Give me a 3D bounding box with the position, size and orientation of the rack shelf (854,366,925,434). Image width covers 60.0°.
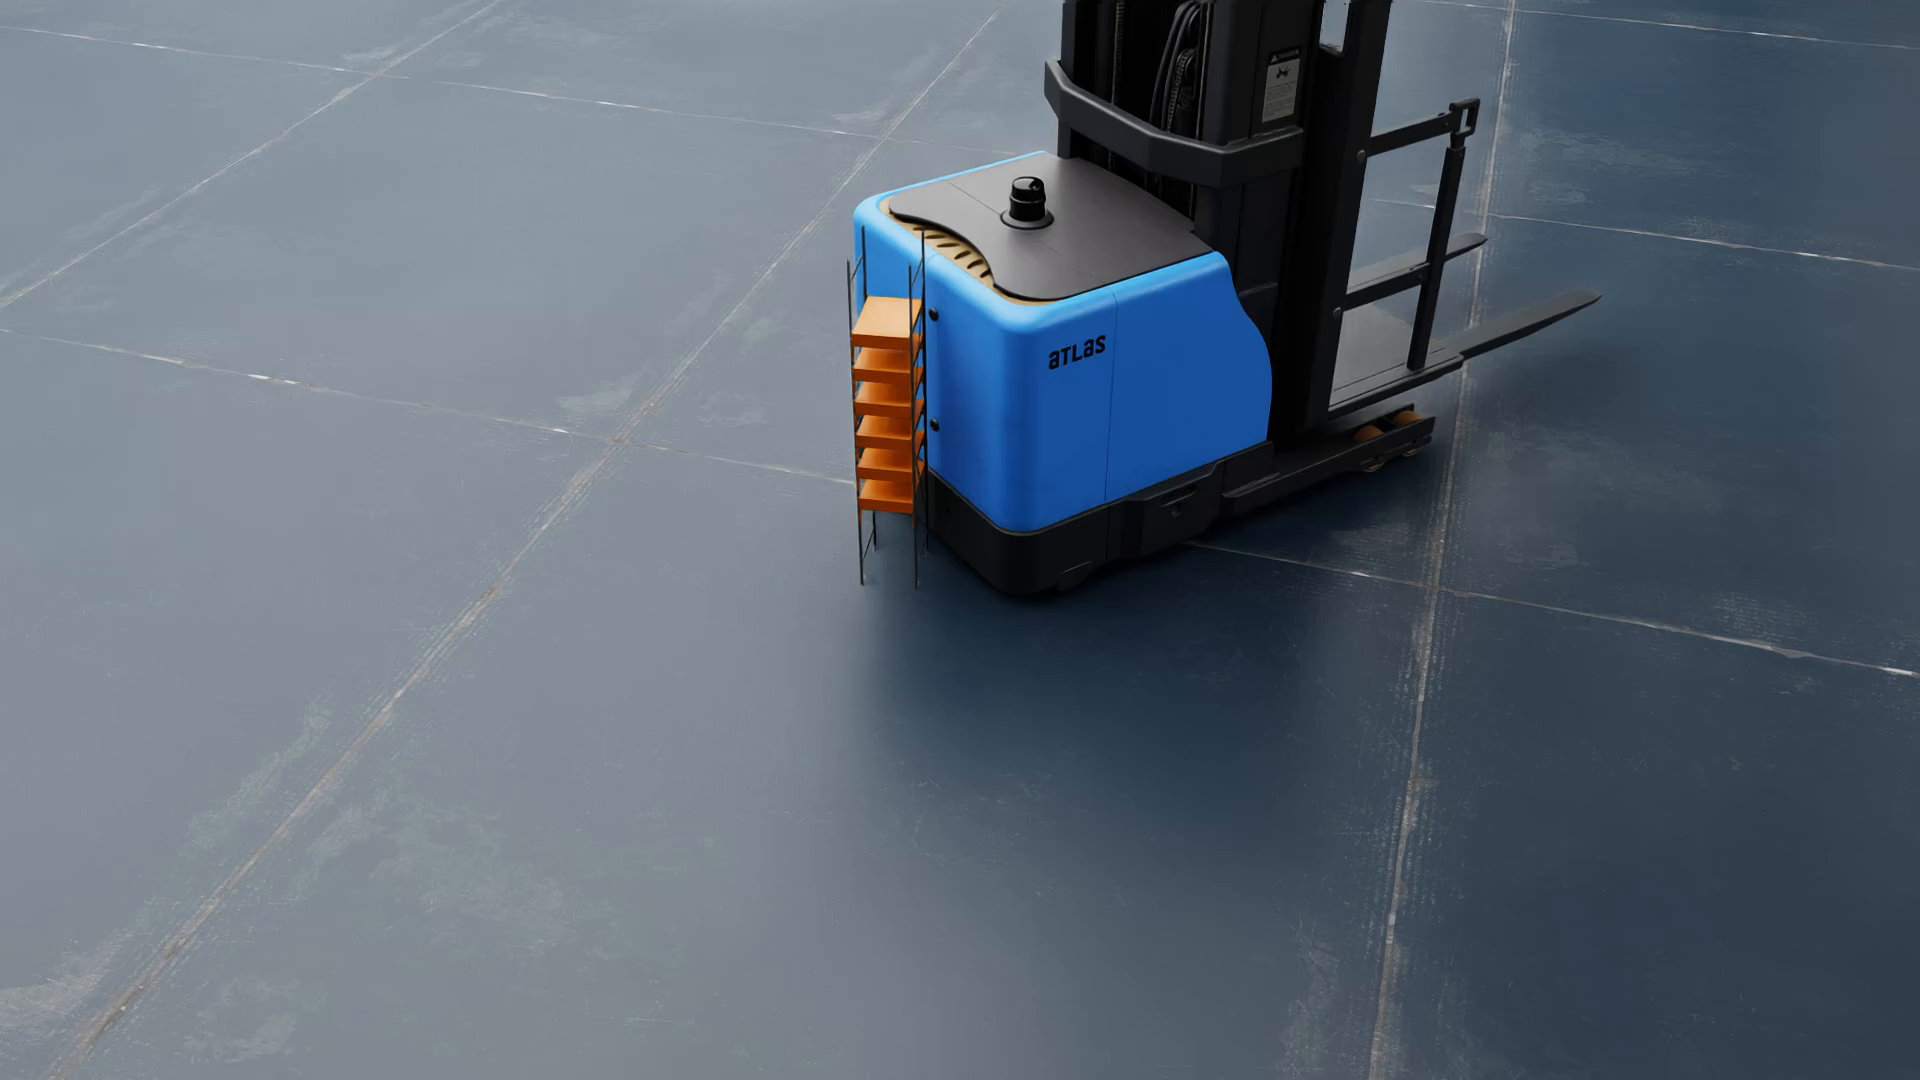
[{"bbox_3d":[-0.219,-0.451,5.222,0.180,0.103,0.258,5,37,7],"label":"rack shelf"}]

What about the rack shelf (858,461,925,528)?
[{"bbox_3d":[-0.219,-0.161,5.436,0.180,0.103,0.258,5,37,7],"label":"rack shelf"}]

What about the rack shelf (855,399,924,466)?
[{"bbox_3d":[-0.219,-0.354,5.294,0.180,0.103,0.258,5,37,7],"label":"rack shelf"}]

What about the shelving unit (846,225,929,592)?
[{"bbox_3d":[-0.219,-0.390,5.267,0.189,1.200,0.258,5,37,7],"label":"shelving unit"}]

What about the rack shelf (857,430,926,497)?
[{"bbox_3d":[-0.219,-0.257,5.365,0.180,0.103,0.258,5,37,7],"label":"rack shelf"}]

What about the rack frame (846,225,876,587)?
[{"bbox_3d":[-0.309,-0.398,5.279,0.006,1.200,0.240,5,37,7],"label":"rack frame"}]

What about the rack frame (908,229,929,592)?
[{"bbox_3d":[-0.128,-0.381,5.256,0.006,1.200,0.240,5,37,7],"label":"rack frame"}]

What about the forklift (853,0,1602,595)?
[{"bbox_3d":[1.148,-1.670,5.547,3.031,2.935,1.130,-21,41,-26],"label":"forklift"}]

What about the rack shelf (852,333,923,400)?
[{"bbox_3d":[-0.219,-0.547,5.151,0.180,0.103,0.258,5,37,7],"label":"rack shelf"}]

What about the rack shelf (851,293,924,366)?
[{"bbox_3d":[-0.219,-0.644,5.080,0.180,0.103,0.258,5,37,7],"label":"rack shelf"}]
